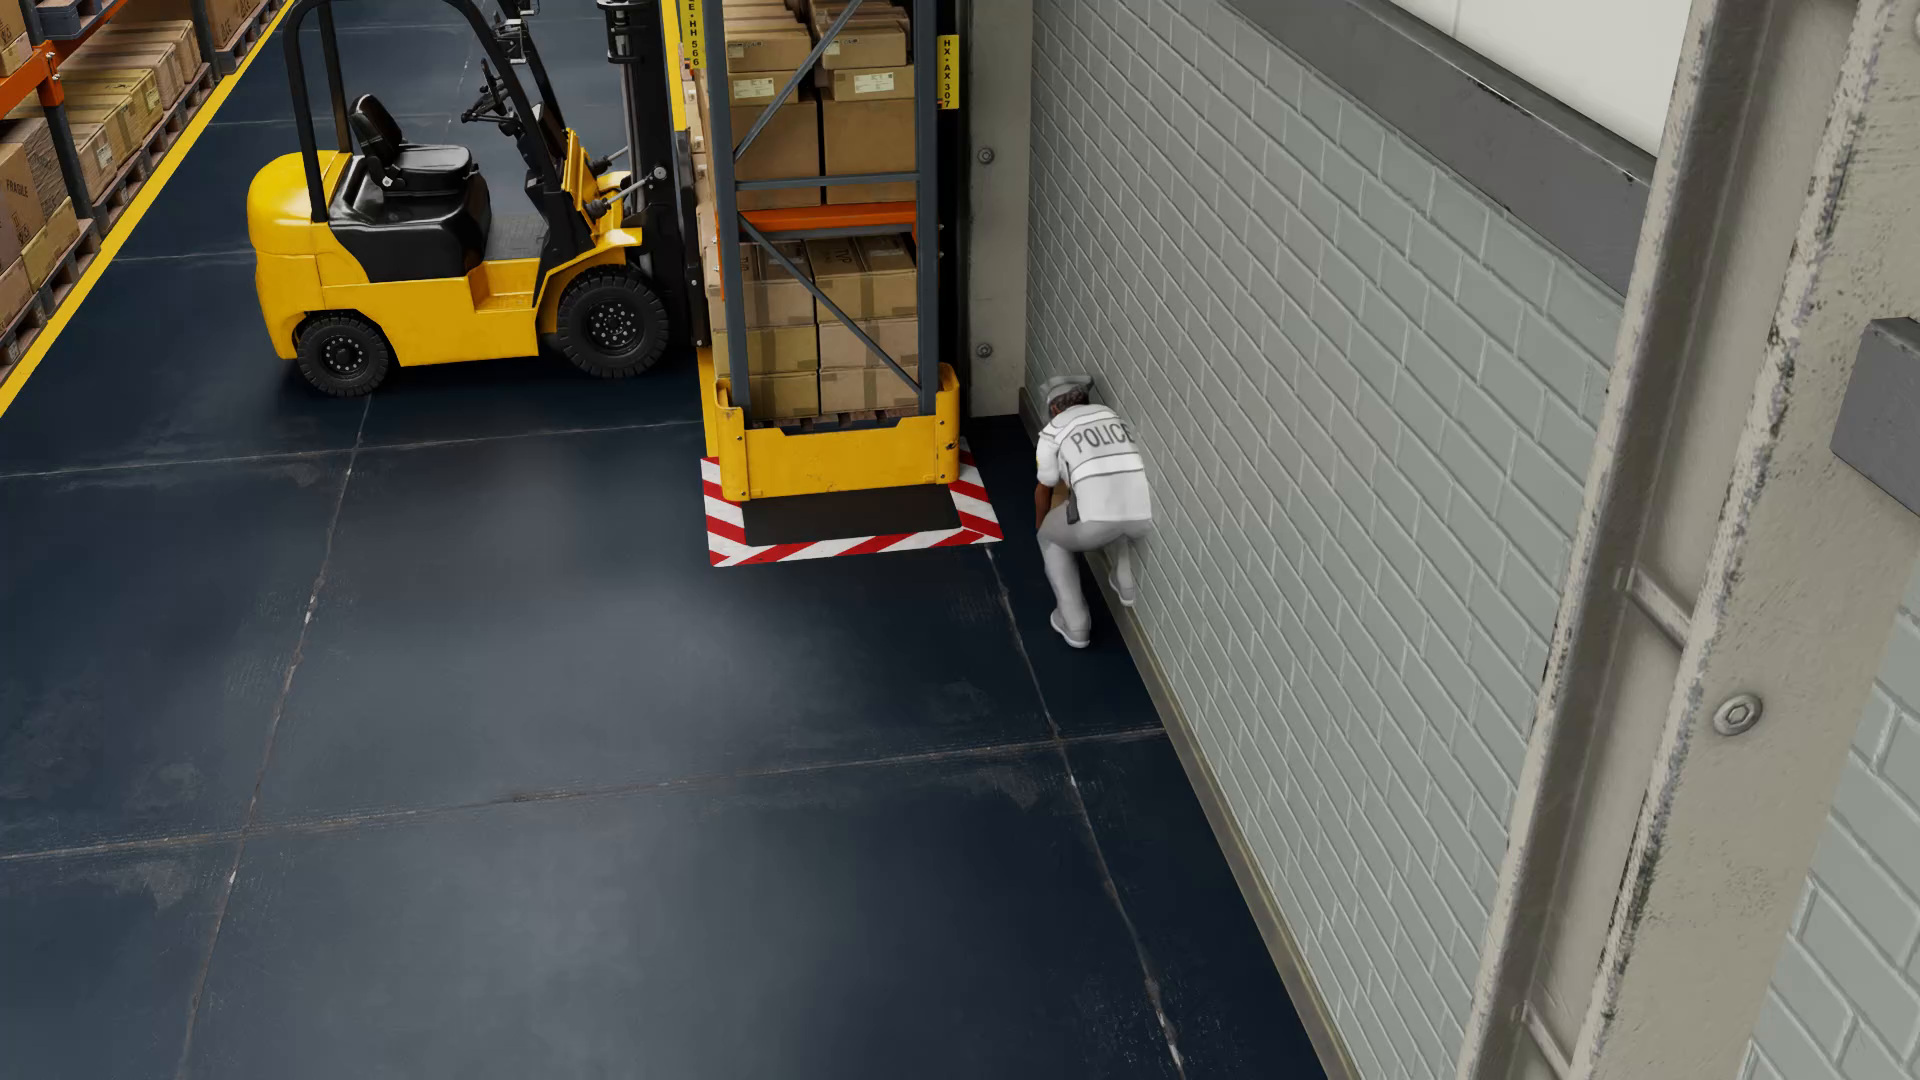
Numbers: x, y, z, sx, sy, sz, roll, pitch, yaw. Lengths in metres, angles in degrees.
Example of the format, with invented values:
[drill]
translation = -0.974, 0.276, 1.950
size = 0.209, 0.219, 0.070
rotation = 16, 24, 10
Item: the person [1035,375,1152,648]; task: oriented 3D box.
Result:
[person]
translation = 0.559, -0.126, 7.003
size = 0.479, 0.990, 0.928
rotation = -7, 32, -11
